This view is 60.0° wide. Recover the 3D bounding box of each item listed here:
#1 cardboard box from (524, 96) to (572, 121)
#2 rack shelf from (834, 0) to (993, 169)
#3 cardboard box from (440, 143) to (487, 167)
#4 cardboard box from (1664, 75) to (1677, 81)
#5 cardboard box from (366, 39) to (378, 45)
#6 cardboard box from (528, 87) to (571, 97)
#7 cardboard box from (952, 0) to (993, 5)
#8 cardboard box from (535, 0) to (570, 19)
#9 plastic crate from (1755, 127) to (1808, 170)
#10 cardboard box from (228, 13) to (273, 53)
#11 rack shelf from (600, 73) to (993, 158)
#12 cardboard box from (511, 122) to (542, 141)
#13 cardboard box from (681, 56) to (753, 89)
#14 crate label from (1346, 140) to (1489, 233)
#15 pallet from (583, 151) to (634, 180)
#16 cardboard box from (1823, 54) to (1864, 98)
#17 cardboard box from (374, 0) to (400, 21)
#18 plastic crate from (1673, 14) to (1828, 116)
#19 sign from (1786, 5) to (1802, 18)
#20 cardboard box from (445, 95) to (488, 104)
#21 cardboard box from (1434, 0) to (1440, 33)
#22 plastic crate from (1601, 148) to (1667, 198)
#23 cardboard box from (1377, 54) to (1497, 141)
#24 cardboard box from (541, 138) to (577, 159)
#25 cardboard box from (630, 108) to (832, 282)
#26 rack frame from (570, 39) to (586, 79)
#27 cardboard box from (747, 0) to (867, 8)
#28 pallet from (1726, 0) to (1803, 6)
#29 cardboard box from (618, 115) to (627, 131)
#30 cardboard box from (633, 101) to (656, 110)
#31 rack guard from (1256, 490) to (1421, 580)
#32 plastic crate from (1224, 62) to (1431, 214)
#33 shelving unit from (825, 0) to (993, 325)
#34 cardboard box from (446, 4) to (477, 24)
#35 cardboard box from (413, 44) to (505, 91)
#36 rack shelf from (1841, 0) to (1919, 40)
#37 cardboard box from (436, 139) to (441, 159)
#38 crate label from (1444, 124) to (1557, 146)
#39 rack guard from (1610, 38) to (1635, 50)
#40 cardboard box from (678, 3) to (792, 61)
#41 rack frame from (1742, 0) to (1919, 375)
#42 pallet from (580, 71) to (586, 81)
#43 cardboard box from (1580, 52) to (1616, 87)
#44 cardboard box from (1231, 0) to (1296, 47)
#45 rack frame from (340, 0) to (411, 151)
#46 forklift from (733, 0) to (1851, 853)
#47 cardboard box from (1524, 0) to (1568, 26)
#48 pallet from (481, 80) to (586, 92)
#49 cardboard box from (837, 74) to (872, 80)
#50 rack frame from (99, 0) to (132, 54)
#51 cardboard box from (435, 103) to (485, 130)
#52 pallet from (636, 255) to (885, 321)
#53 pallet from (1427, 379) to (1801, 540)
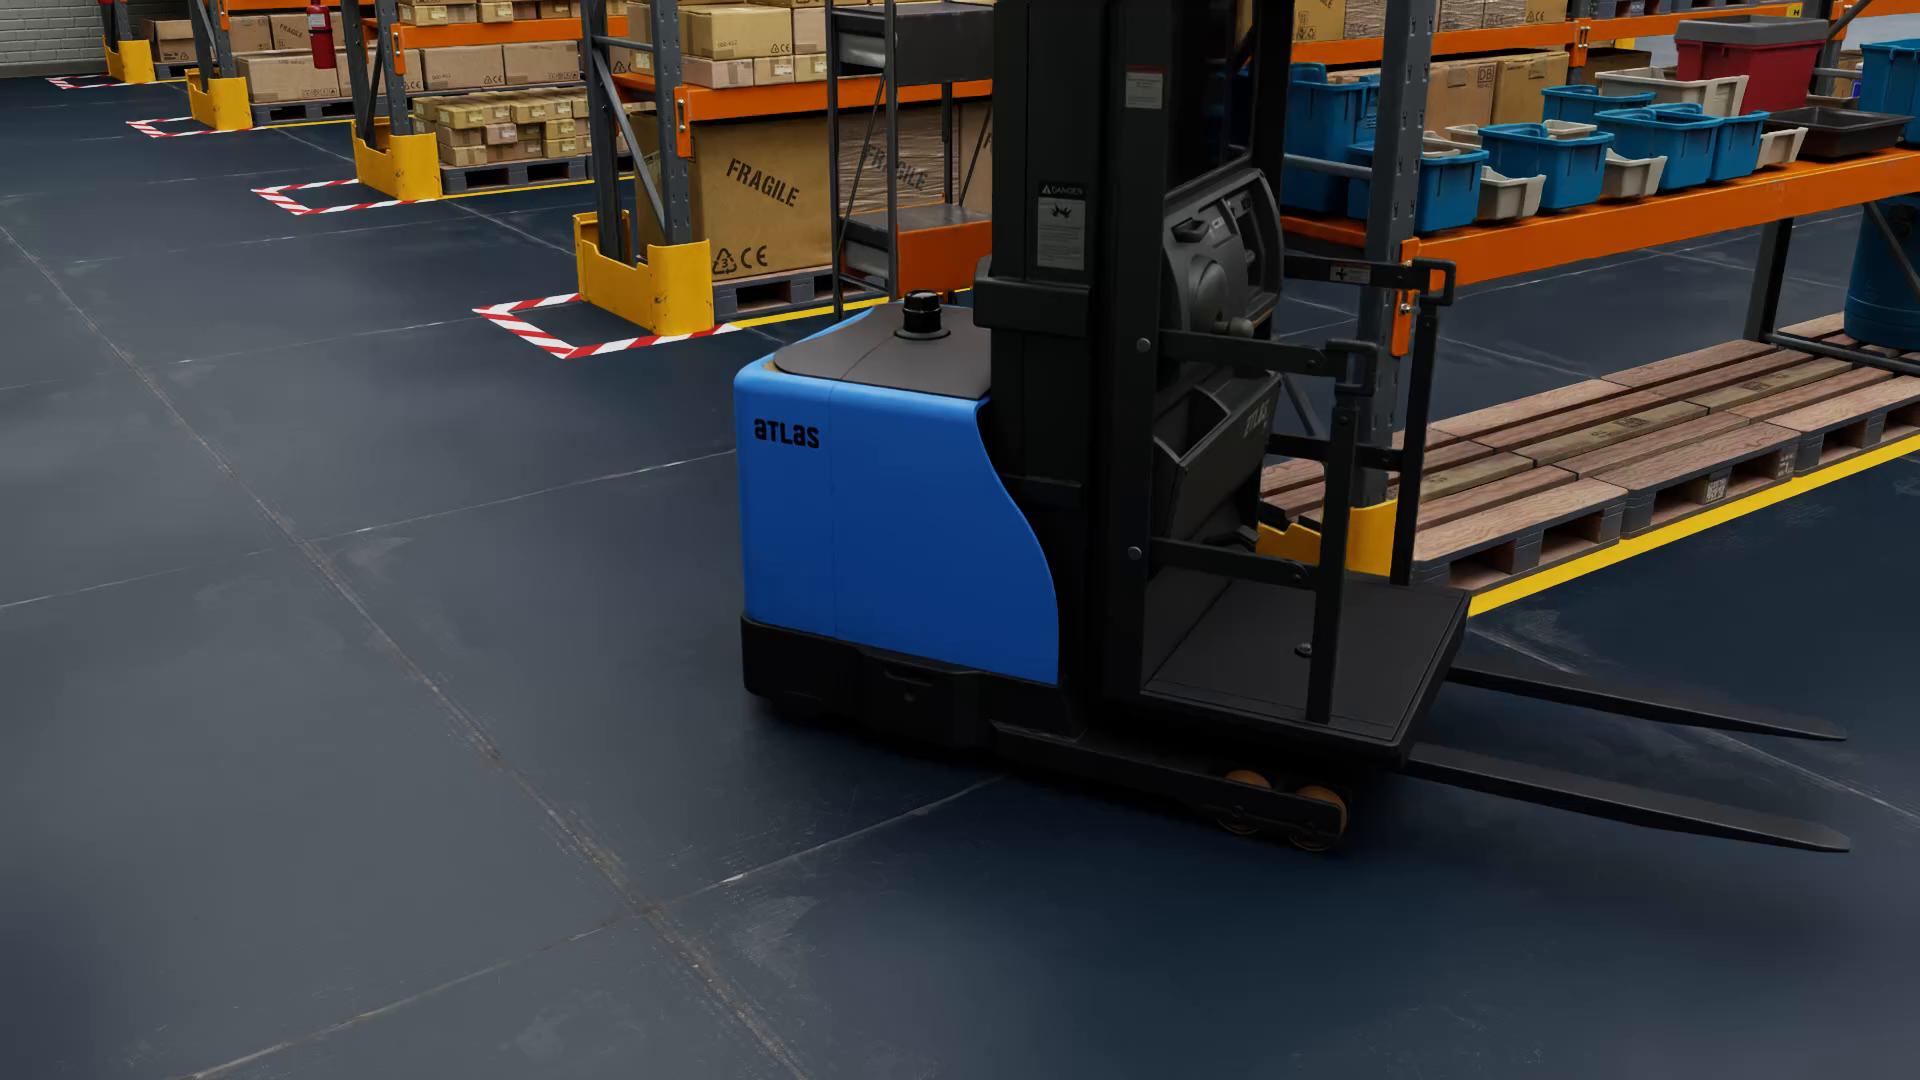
[{"bbox_3d":[-3.428,-3.591,13.826,0.250,0.149,0.380,-16,27,-35],"label":"cardboard box"},{"bbox_3d":[-0.134,-1.577,5.663,0.480,0.518,0.431,-15,26,-33],"label":"rack shelf"},{"bbox_3d":[-4.026,-3.130,13.473,0.250,0.149,0.380,-14,26,-32],"label":"cardboard box"},{"bbox_3d":[6.102,-3.903,14.909,0.500,0.500,0.700,-12,25,-28],"label":"cardboard box"},{"bbox_3d":[-7.836,-6.707,22.279,0.258,0.266,0.396,-14,26,-31],"label":"cardboard box"},{"bbox_3d":[-3.550,-3.823,14.408,0.250,0.149,0.380,-14,26,-31],"label":"cardboard box"},{"bbox_3d":[-0.027,-3.156,10.059,0.500,0.250,0.500,-16,27,-34],"label":"cardboard box"},{"bbox_3d":[-3.386,-4.355,13.602,0.250,0.149,0.380,-15,26,-33],"label":"cardboard box"},{"bbox_3d":[3.079,-1.542,6.488,0.466,0.136,0.293,-15,26,-33],"label":"plastic crate"},{"bbox_3d":[-9.244,-6.513,21.477,0.500,0.500,0.700,-14,26,-31],"label":"cardboard box"},{"bbox_3d":[-0.200,-2.827,10.404,4.000,0.370,1.077,-15,26,-33],"label":"rack shelf"},{"bbox_3d":[-3.660,-3.409,13.771,0.250,0.149,0.380,-15,26,-32],"label":"cardboard box"},{"bbox_3d":[-1.342,-2.589,9.176,0.250,0.149,0.380,-15,26,-32],"label":"cardboard box"},{"bbox_3d":[1.462,-1.142,5.357,0.303,0.233,0.416,-15,26,-33],"label":"crate label"},{"bbox_3d":[-2.906,-3.391,14.610,1.213,0.211,1.003,-15,26,-33],"label":"pallet"},{"bbox_3d":[8.726,-4.560,16.583,0.500,0.500,0.500,-7,23,-16],"label":"cardboard box"},{"bbox_3d":[-4.538,-4.281,13.416,0.250,0.149,0.380,-15,26,-33],"label":"cardboard box"},{"bbox_3d":[3.445,-2.044,7.303,0.583,0.464,0.402,-15,26,-33],"label":"plastic crate"},{"bbox_3d":[3.997,-2.398,7.986,0.005,0.325,0.100,-15,26,-33],"label":"sign"},{"bbox_3d":[-4.119,-3.617,13.891,0.250,0.149,0.380,-14,26,-32],"label":"cardboard box"},{"bbox_3d":[3.174,-3.995,12.227,0.500,0.500,0.500,-14,26,-32],"label":"cardboard box"},{"bbox_3d":[2.322,-1.289,5.854,0.298,0.136,0.250,-15,26,-33],"label":"plastic crate"},{"bbox_3d":[3.370,-3.334,13.005,0.875,0.875,1.225,-15,26,-33],"label":"cardboard box"},{"bbox_3d":[-3.392,-3.290,13.873,0.250,0.149,0.380,-15,26,-32],"label":"cardboard box"},{"bbox_3d":[-1.350,-2.099,9.909,0.875,0.875,0.875,-15,26,-33],"label":"cardboard box"},{"bbox_3d":[-4.364,-6.575,18.827,0.127,3.000,1.000,-15,26,-33],"label":"rack frame"},{"bbox_3d":[-0.870,-3.276,9.347,0.500,0.500,0.500,-16,27,-34],"label":"cardboard box"},{"bbox_3d":[7.212,-5.115,15.425,1.213,0.211,1.003,-15,26,-33],"label":"pallet"},{"bbox_3d":[-3.033,-3.589,14.223,0.250,0.149,0.380,-13,25,-30],"label":"cardboard box"},{"bbox_3d":[-2.809,-3.775,14.286,0.250,0.149,0.380,-15,26,-33],"label":"cardboard box"},{"bbox_3d":[1.058,-0.068,5.892,0.348,0.500,1.175,-15,26,-33],"label":"rack guard"},{"bbox_3d":[1.232,-1.411,5.756,0.499,0.435,0.616,-15,26,-33],"label":"plastic crate"},{"bbox_3d":[-0.134,-0.939,5.917,0.503,2.100,0.431,-15,26,-33],"label":"shelving unit"},{"bbox_3d":[-4.001,-4.164,13.124,0.250,0.149,0.380,-14,26,-31],"label":"cardboard box"},{"bbox_3d":[-5.662,-5.283,18.478,0.875,0.438,0.875,-16,27,-34],"label":"cardboard box"},{"bbox_3d":[9.541,-5.424,16.913,4.000,0.370,1.077,-15,26,-33],"label":"rack shelf"},{"bbox_3d":[-4.332,-3.290,13.873,0.250,0.149,0.380,-14,26,-32],"label":"cardboard box"},{"bbox_3d":[2.081,-1.500,6.384,0.243,0.136,0.396,-15,26,-33],"label":"crate label"},{"bbox_3d":[8.370,-6.550,22.135,0.348,0.500,1.175,-15,26,-33],"label":"rack guard"},{"bbox_3d":[-1.276,-2.819,9.215,0.500,0.250,0.500,-16,27,-34],"label":"cardboard box"},{"bbox_3d":[4.316,-2.104,7.621,0.127,3.000,1.000,-15,26,-33],"label":"rack frame"},{"bbox_3d":[-3.781,-5.470,19.819,1.213,0.211,1.003,-15,26,-33],"label":"pallet"},{"bbox_3d":[5.197,-4.005,14.154,0.500,0.250,0.500,-14,26,-31],"label":"cardboard box"},{"bbox_3d":[1.943,-3.665,11.398,0.500,0.500,0.500,-15,26,-33],"label":"cardboard box"},{"bbox_3d":[-4.638,-4.242,12.980,0.127,3.000,1.000,-15,26,-33],"label":"rack frame"},{"bbox_3d":[0.893,-0.771,4.374,3.031,2.935,1.130,10,24,24],"label":"forklift"},{"bbox_3d":[4.415,-4.325,13.052,0.500,0.500,0.500,-14,26,-31],"label":"cardboard box"},{"bbox_3d":[-5.027,-5.139,18.990,1.213,0.211,1.003,-15,26,-33],"label":"pallet"},{"bbox_3d":[-0.716,-2.757,9.598,0.250,0.149,0.380,-15,26,-34],"label":"cardboard box"},{"bbox_3d":[-10.513,-7.202,20.397,0.127,3.000,1.000,-15,26,-33],"label":"rack frame"},{"bbox_3d":[-4.014,-3.401,13.348,0.250,0.149,0.380,-16,27,-35],"label":"cardboard box"},{"bbox_3d":[-1.220,-1.629,10.195,1.213,0.211,1.003,-15,26,-33],"label":"pallet"},{"bbox_3d":[2.751,-0.372,7.044,1.213,0.211,1.003,-15,26,-33],"label":"pallet"}]
